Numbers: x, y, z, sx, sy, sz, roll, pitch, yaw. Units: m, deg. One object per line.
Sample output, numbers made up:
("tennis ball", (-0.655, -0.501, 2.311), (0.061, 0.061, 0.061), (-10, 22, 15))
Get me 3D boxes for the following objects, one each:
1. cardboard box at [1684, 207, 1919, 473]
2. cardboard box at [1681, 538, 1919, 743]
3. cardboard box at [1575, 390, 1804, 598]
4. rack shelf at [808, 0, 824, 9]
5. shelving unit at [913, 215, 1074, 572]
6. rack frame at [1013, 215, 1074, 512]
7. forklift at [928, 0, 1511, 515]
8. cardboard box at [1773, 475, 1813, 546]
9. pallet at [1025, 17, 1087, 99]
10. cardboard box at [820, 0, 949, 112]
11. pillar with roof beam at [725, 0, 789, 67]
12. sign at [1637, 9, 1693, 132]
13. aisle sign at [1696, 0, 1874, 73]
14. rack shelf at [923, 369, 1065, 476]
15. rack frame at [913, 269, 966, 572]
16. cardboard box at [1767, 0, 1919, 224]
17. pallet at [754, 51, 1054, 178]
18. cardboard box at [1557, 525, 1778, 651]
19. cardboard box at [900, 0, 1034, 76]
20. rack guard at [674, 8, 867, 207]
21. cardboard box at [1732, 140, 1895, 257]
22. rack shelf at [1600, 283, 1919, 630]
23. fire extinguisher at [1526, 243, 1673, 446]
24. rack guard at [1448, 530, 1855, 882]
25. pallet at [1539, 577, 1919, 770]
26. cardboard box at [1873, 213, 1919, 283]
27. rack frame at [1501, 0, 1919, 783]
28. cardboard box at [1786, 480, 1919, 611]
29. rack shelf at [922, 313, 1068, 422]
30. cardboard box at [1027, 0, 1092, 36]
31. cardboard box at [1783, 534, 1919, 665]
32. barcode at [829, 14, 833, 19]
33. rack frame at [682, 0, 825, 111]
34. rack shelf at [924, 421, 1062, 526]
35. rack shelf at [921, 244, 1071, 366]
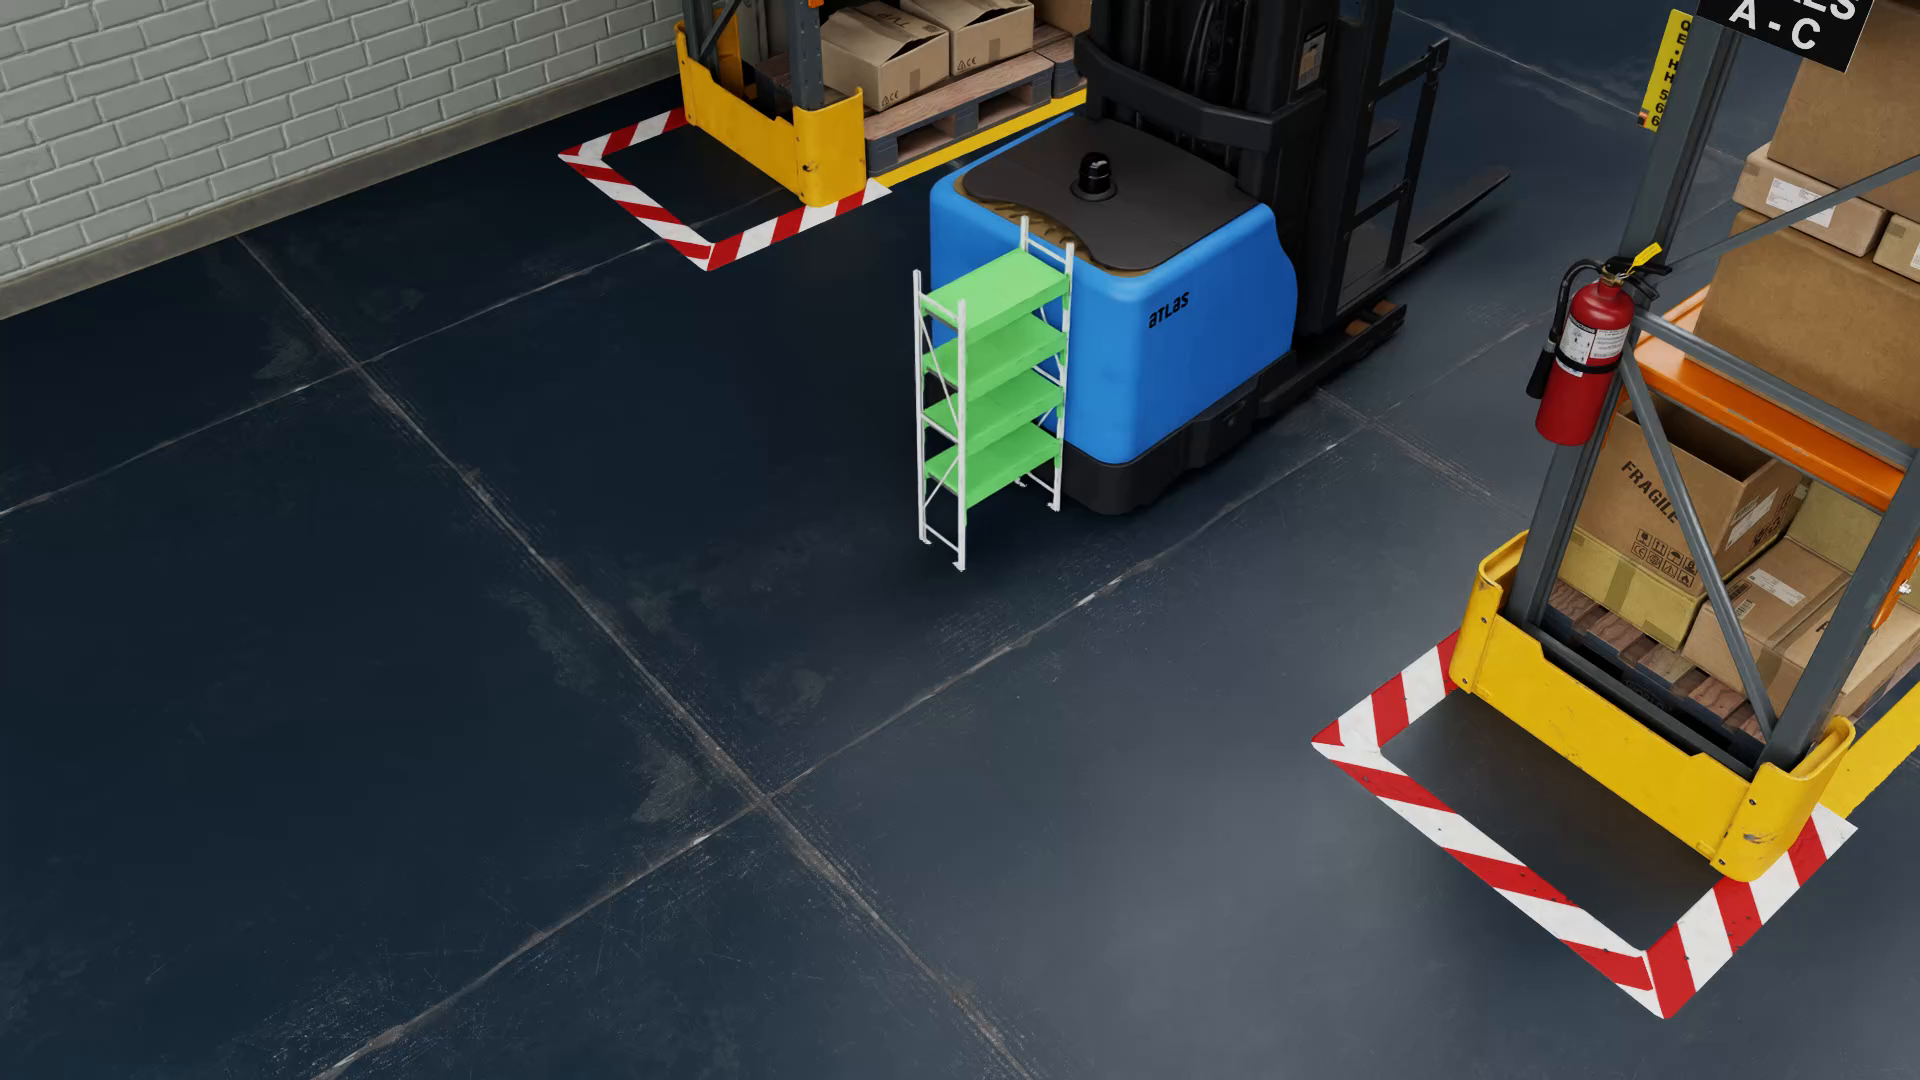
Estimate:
("cardboard box", (2.555, -0.647, 4.675), (0.500, 0.500, 0.700), (-30, 51, -28))
("cardboard box", (2.743, 0.318, 5.422), (0.500, 0.250, 0.500), (-30, 51, -28))
("cardboard box", (2.410, -0.229, 5.456), (0.500, 0.500, 0.500), (-30, 51, -28))
("rack shelf", (0.542, -3.629, 8.448), (4.000, 0.370, 1.077), (-30, 51, -28))
("shelving unit", (0.114, -0.496, 5.902), (0.503, 1.200, 0.258), (-32, 52, -29))
("rack frame", (0.295, -0.608, 6.021), (0.015, 1.200, 0.240), (-32, 52, -29))
("forklift", (1.271, -2.065, 6.308), (1.130, 2.935, 3.031), (34, 53, 31))
("cardboard box", (2.787, -0.180, 5.952), (0.500, 0.250, 0.500), (-30, 51, -28))
("pallet", (0.647, -2.900, 9.184), (1.213, 0.211, 1.003), (-30, 51, -28))
("cardboard box", (-0.404, -2.449, 8.309), (0.500, 0.311, 0.500), (33, 52, 30))
("pillar with roof beam", (1.752, -3.700, 3.617), (0.400, 9.000, 9.100), (-30, 51, -28))
("sign", (1.852, -1.212, 4.331), (0.005, 0.325, 0.100), (-30, 51, -28))
("aisle sign", (1.950, -1.486, 3.742), (0.004, 0.787, 0.394), (-30, 51, -28))
("rack shelf", (0.114, -0.450, 5.946), (0.480, 0.148, 0.258), (-32, 52, -29))
("rack frame", (-0.067, -0.384, 5.783), (0.015, 1.200, 0.240), (-32, 52, -29))
("cardboard box", (2.596, -1.144, 4.256), (0.500, 0.500, 0.700), (-30, 51, -28))
("pallet", (-0.288, -2.367, 8.617), (1.213, 0.211, 1.003), (-30, 51, -28))
("cardboard box", (2.411, 0.046, 5.712), (0.500, 0.250, 0.500), (-30, 51, -28))
("cardboard box", (0.034, -2.700, 8.576), (0.500, 0.311, 0.500), (-26, 49, -25))
("rack guard", (-0.934, -2.134, 8.158), (0.348, 0.500, 1.175), (-30, 51, -28))
("cardboard box", (2.360, -0.953, 4.527), (0.250, 0.149, 0.380), (-31, 51, -28))
("rack shelf", (3.723, -1.029, 5.680), (4.000, 0.370, 1.077), (-30, 51, -28))
("fire extinguisher", (1.800, -0.576, 4.729), (0.183, 0.674, 0.296), (-30, 51, -28))
("rack guard", (2.171, 0.509, 5.343), (0.348, 0.500, 1.175), (-30, 51, -28))
("pallet", (2.749, 0.246, 5.834), (1.213, 0.211, 1.003), (-30, 51, -28))
("cardboard box", (2.628, -0.745, 4.305), (0.250, 0.149, 0.380), (-30, 51, -28))
("rack frame", (2.189, -0.413, 4.498), (0.127, 3.000, 1.000), (-30, 51, -28))
("cardboard box", (3.126, -0.176, 5.400), (0.500, 0.500, 0.500), (-30, 51, -28))
("rack shelf", (0.114, -0.625, 5.781), (0.480, 0.148, 0.258), (-32, 52, -29))
("cardboard box", (0.629, -3.064, 8.826), (0.500, 0.500, 0.700), (-33, 52, -30))
("cardboard box", (3.124, 0.096, 5.658), (0.500, 0.250, 0.500), (-30, 51, -28))
("barcode", (-0.646, -2.671, 8.538), (0.075, 0.075, 0.001), (-30, 51, -28))
("rack frame", (-0.992, -3.012, 7.266), (0.127, 3.000, 1.000), (-30, 51, -28))
("rack shelf", (0.114, -0.275, 6.110), (0.480, 0.148, 0.258), (-32, 52, -29))
("rack shelf", (0.114, -0.800, 5.617), (0.480, 0.148, 0.258), (-32, 52, -29))
